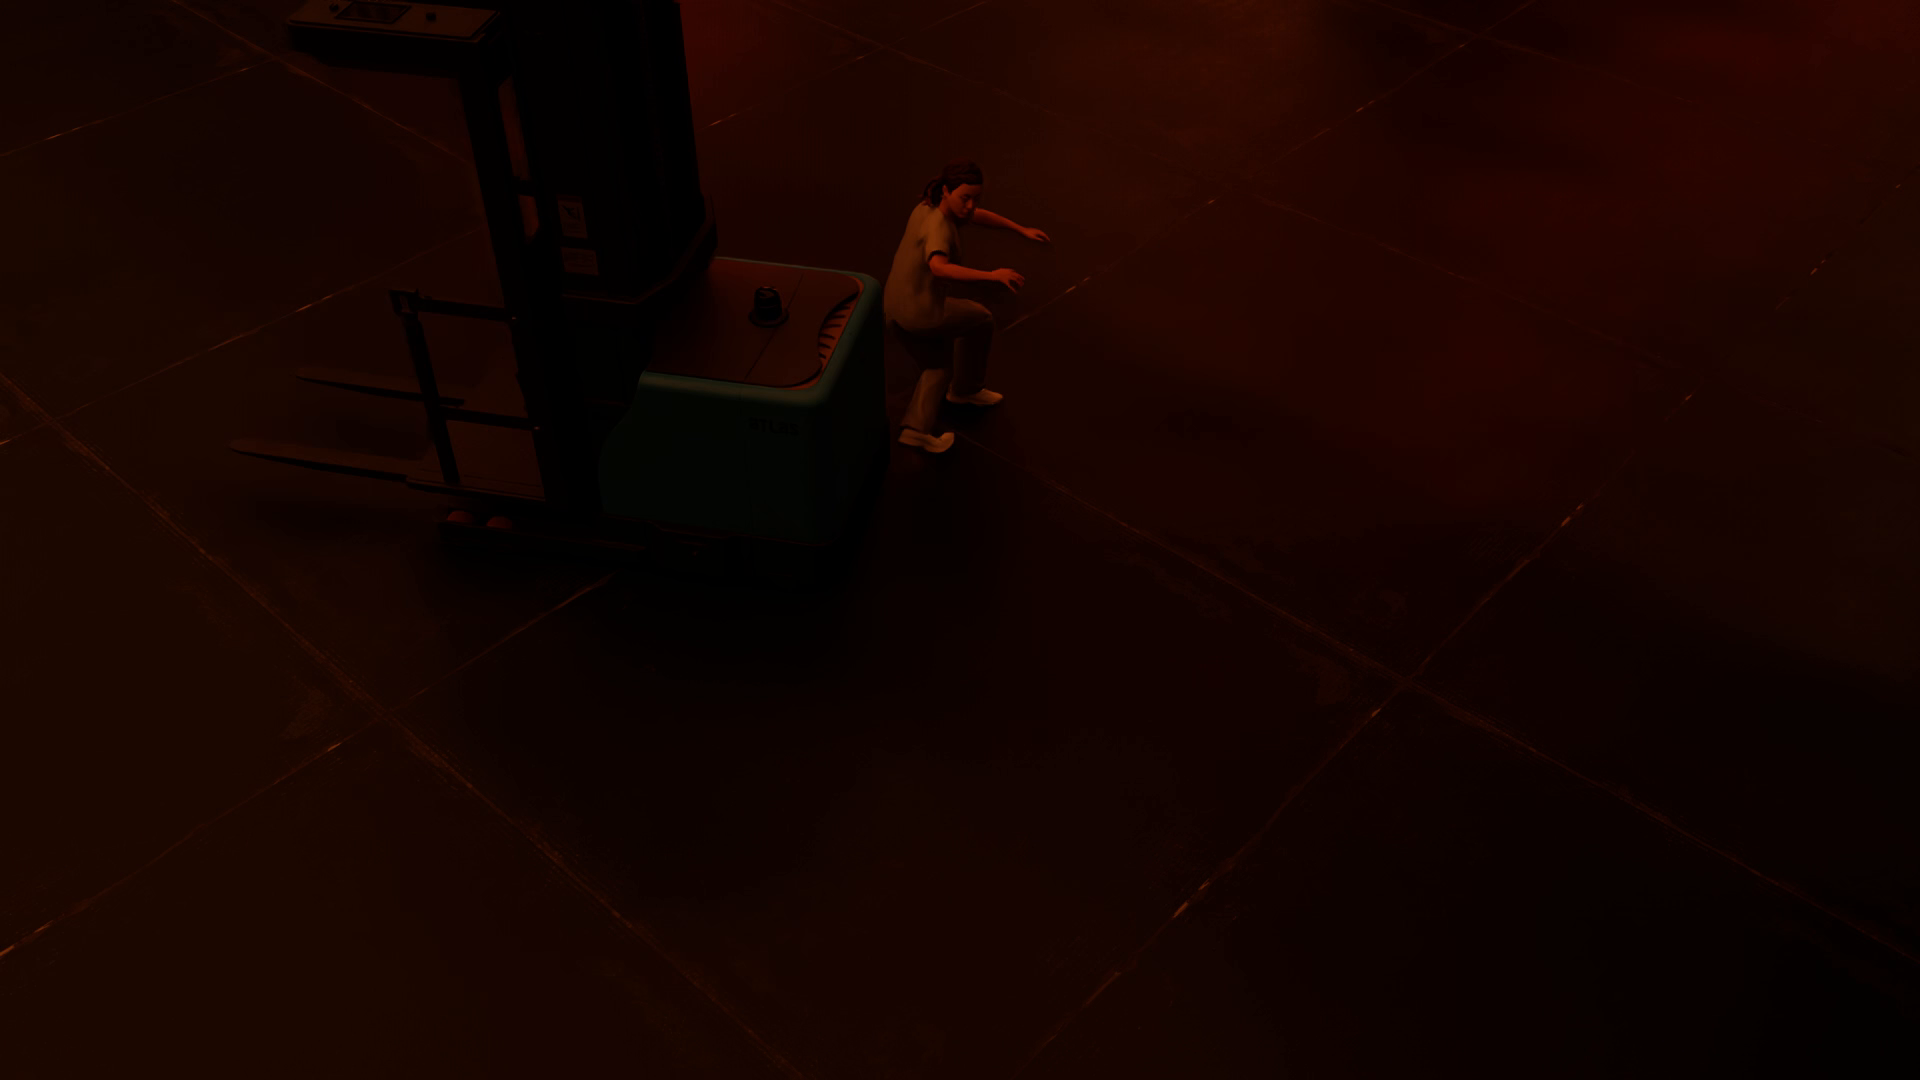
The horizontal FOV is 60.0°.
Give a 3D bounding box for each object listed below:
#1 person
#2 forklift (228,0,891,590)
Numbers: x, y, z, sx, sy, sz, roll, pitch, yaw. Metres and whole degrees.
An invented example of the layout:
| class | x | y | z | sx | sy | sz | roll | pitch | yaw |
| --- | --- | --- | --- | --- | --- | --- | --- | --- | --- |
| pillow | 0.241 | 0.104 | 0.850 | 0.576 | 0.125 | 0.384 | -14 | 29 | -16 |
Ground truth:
| class | x | y | z | sx | sy | sz | roll | pitch | yaw |
| --- | --- | --- | --- | --- | --- | --- | --- | --- | --- |
| person | 0.081 | -1.102 | 7.898 | 1.072 | 1.438 | 0.767 | -24 | 46 | -26 |
| forklift | -1.906 | -1.383 | 7.040 | 3.031 | 2.935 | 1.130 | 8 | 41 | 9 |
